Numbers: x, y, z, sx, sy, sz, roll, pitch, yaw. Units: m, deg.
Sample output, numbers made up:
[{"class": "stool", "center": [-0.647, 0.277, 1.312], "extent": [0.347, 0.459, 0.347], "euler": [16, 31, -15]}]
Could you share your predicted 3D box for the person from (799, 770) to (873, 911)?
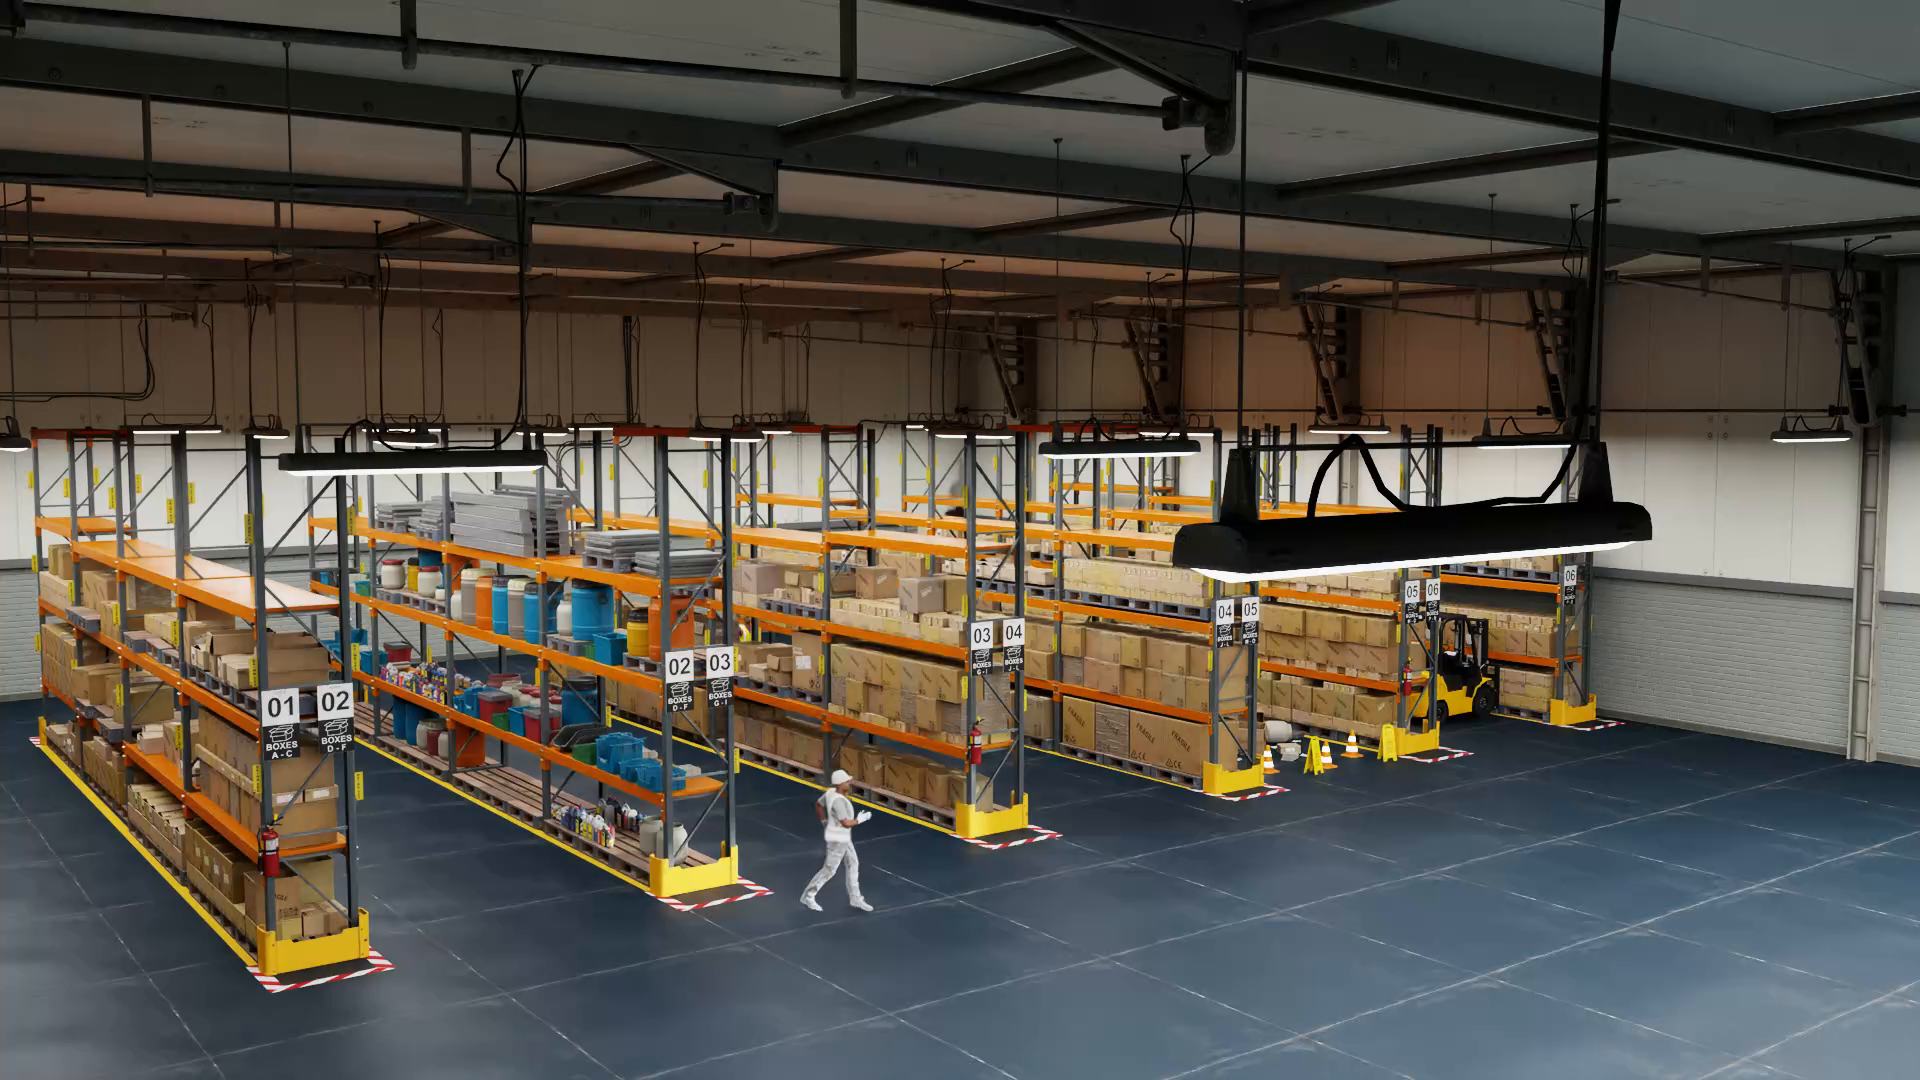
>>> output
[{"class": "person", "center": [-1.550, 3.779, 20.826], "extent": [0.929, 1.812, 0.672], "euler": [0, 4, -5]}]

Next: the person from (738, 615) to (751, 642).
[{"class": "person", "center": [-4.844, 2.497, 37.931], "extent": [0.697, 1.717, 0.598], "euler": [-3, 6, -37]}]

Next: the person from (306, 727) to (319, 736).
[{"class": "person", "center": [-10.846, 3.311, 27.586], "extent": [0.685, 1.779, 0.947], "euler": [-4, 6, -42]}]
